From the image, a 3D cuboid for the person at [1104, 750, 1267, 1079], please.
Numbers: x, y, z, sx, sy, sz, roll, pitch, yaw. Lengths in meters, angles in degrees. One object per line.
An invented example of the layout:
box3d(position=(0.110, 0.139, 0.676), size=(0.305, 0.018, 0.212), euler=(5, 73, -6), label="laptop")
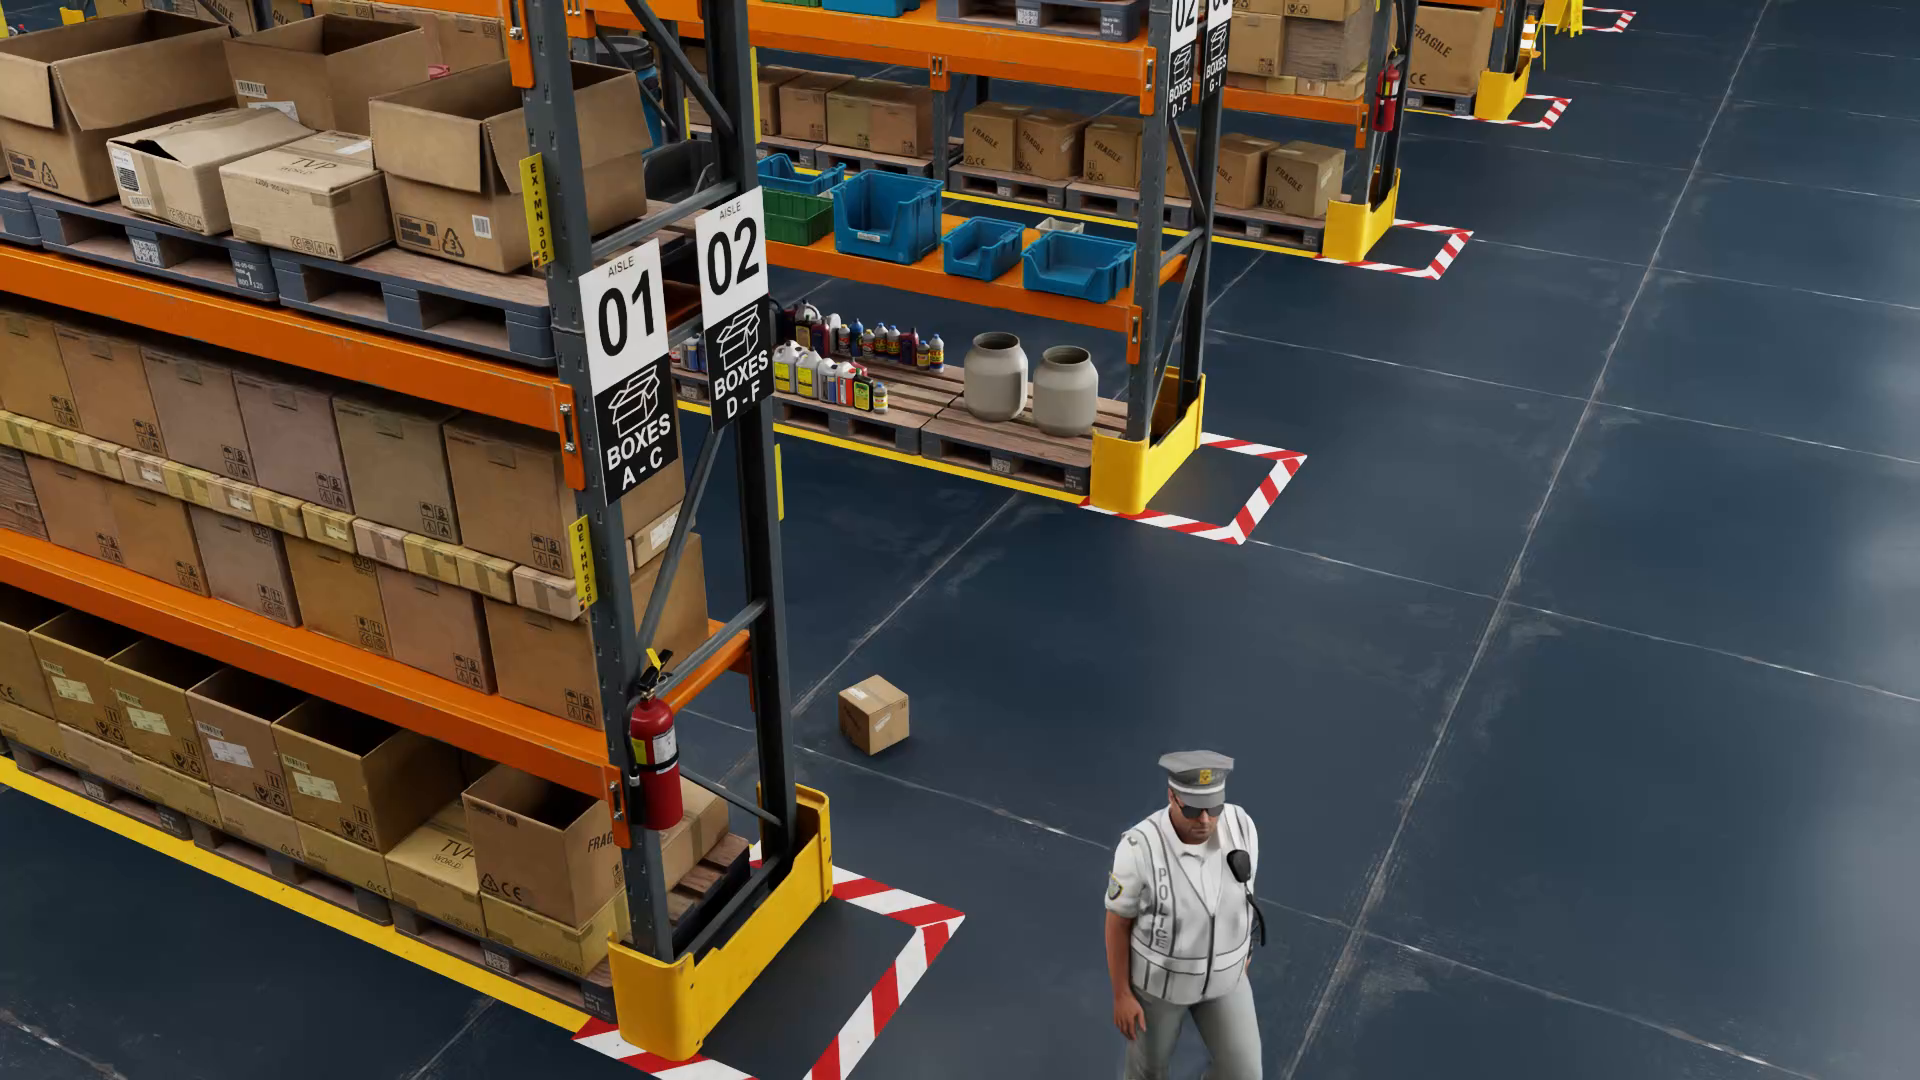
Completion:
box3d(position=(0.772, 1.497, 5.675), size=(0.585, 1.840, 0.506), euler=(-8, 31, -13), label="person")
